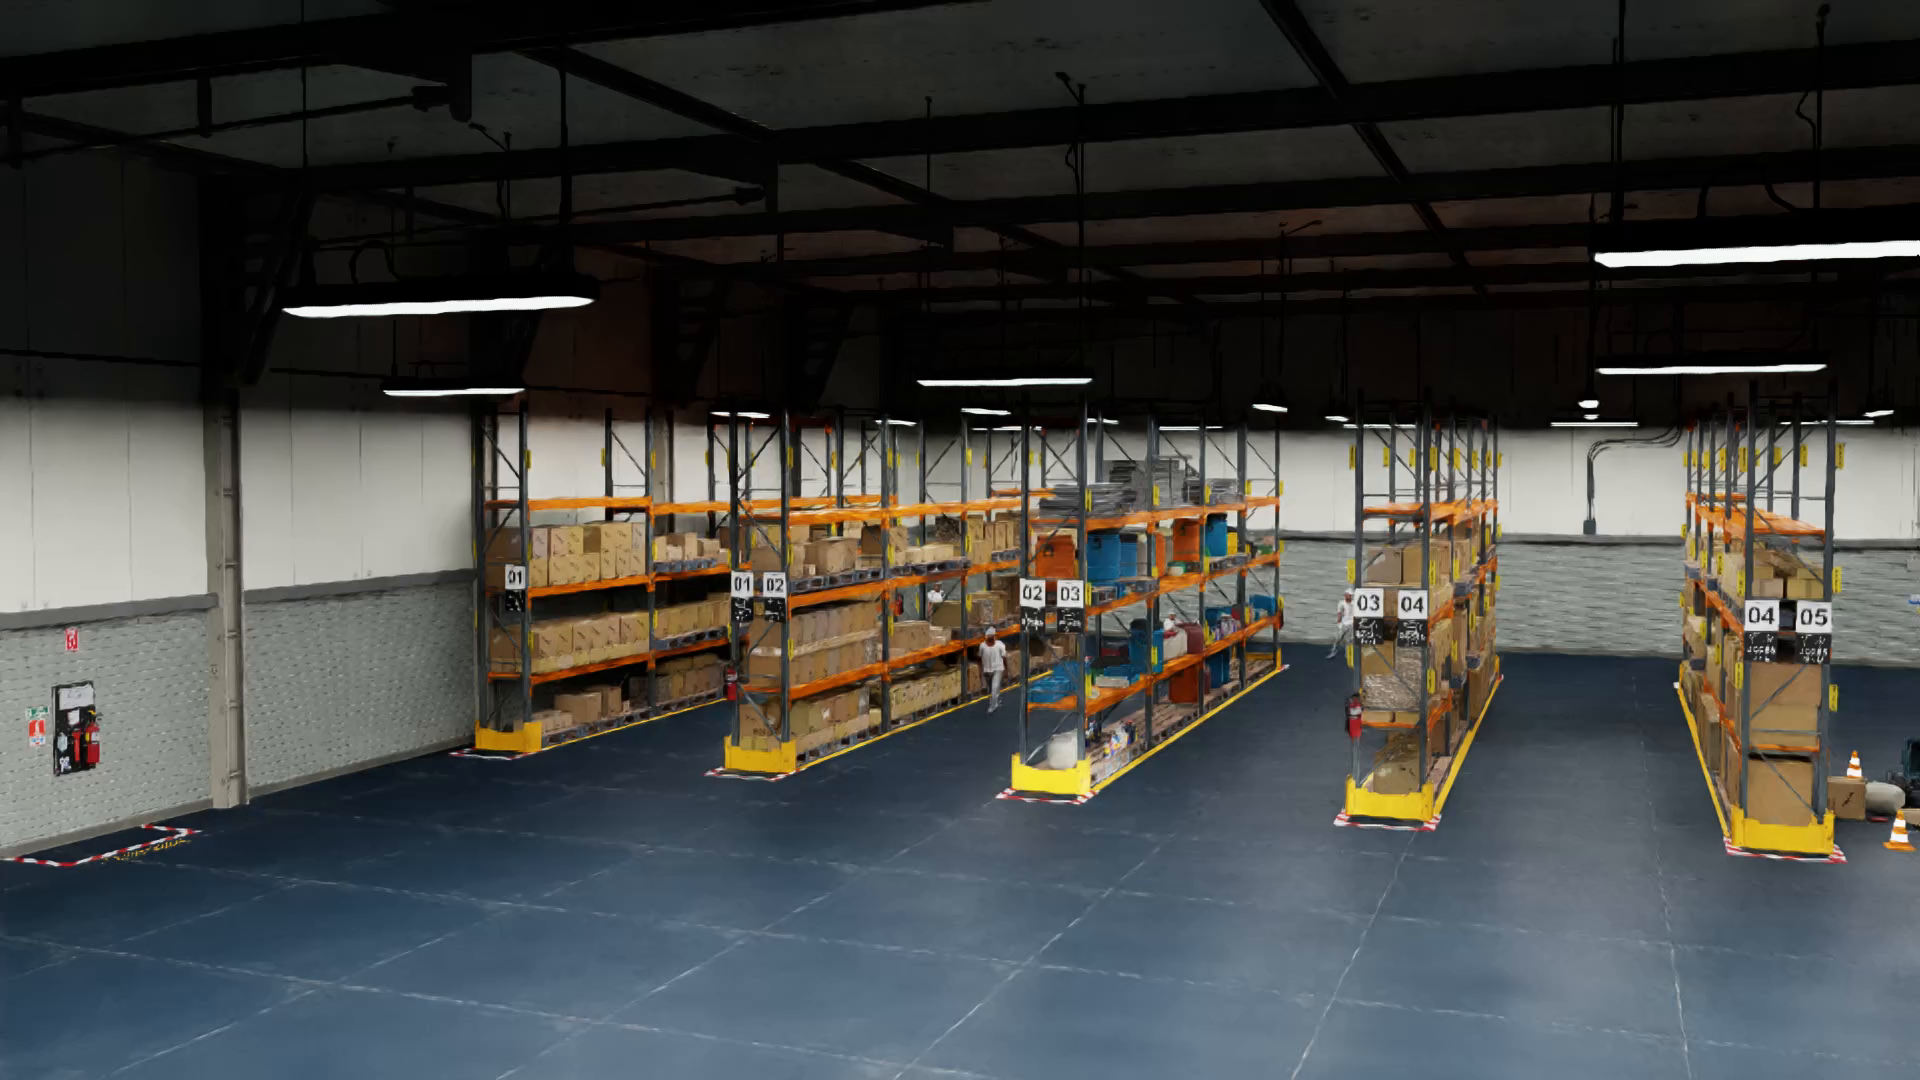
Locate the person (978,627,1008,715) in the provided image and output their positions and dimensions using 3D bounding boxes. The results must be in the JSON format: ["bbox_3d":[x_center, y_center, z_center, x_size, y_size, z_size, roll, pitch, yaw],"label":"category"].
[{"bbox_3d":[0.614,2.553,32.751,0.577,1.691,1.121,1,3,23],"label":"person"}]

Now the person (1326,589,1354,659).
[{"bbox_3d":[9.556,2.097,41.561,0.736,1.778,0.490,-1,3,-22],"label":"person"}]

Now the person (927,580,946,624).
[{"bbox_3d":[-0.581,1.944,44.633,0.772,1.755,0.586,-2,3,-30],"label":"person"}]

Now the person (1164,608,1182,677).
[{"bbox_3d":[4.895,2.341,38.151,0.481,1.583,1.083,1,3,19],"label":"person"}]
